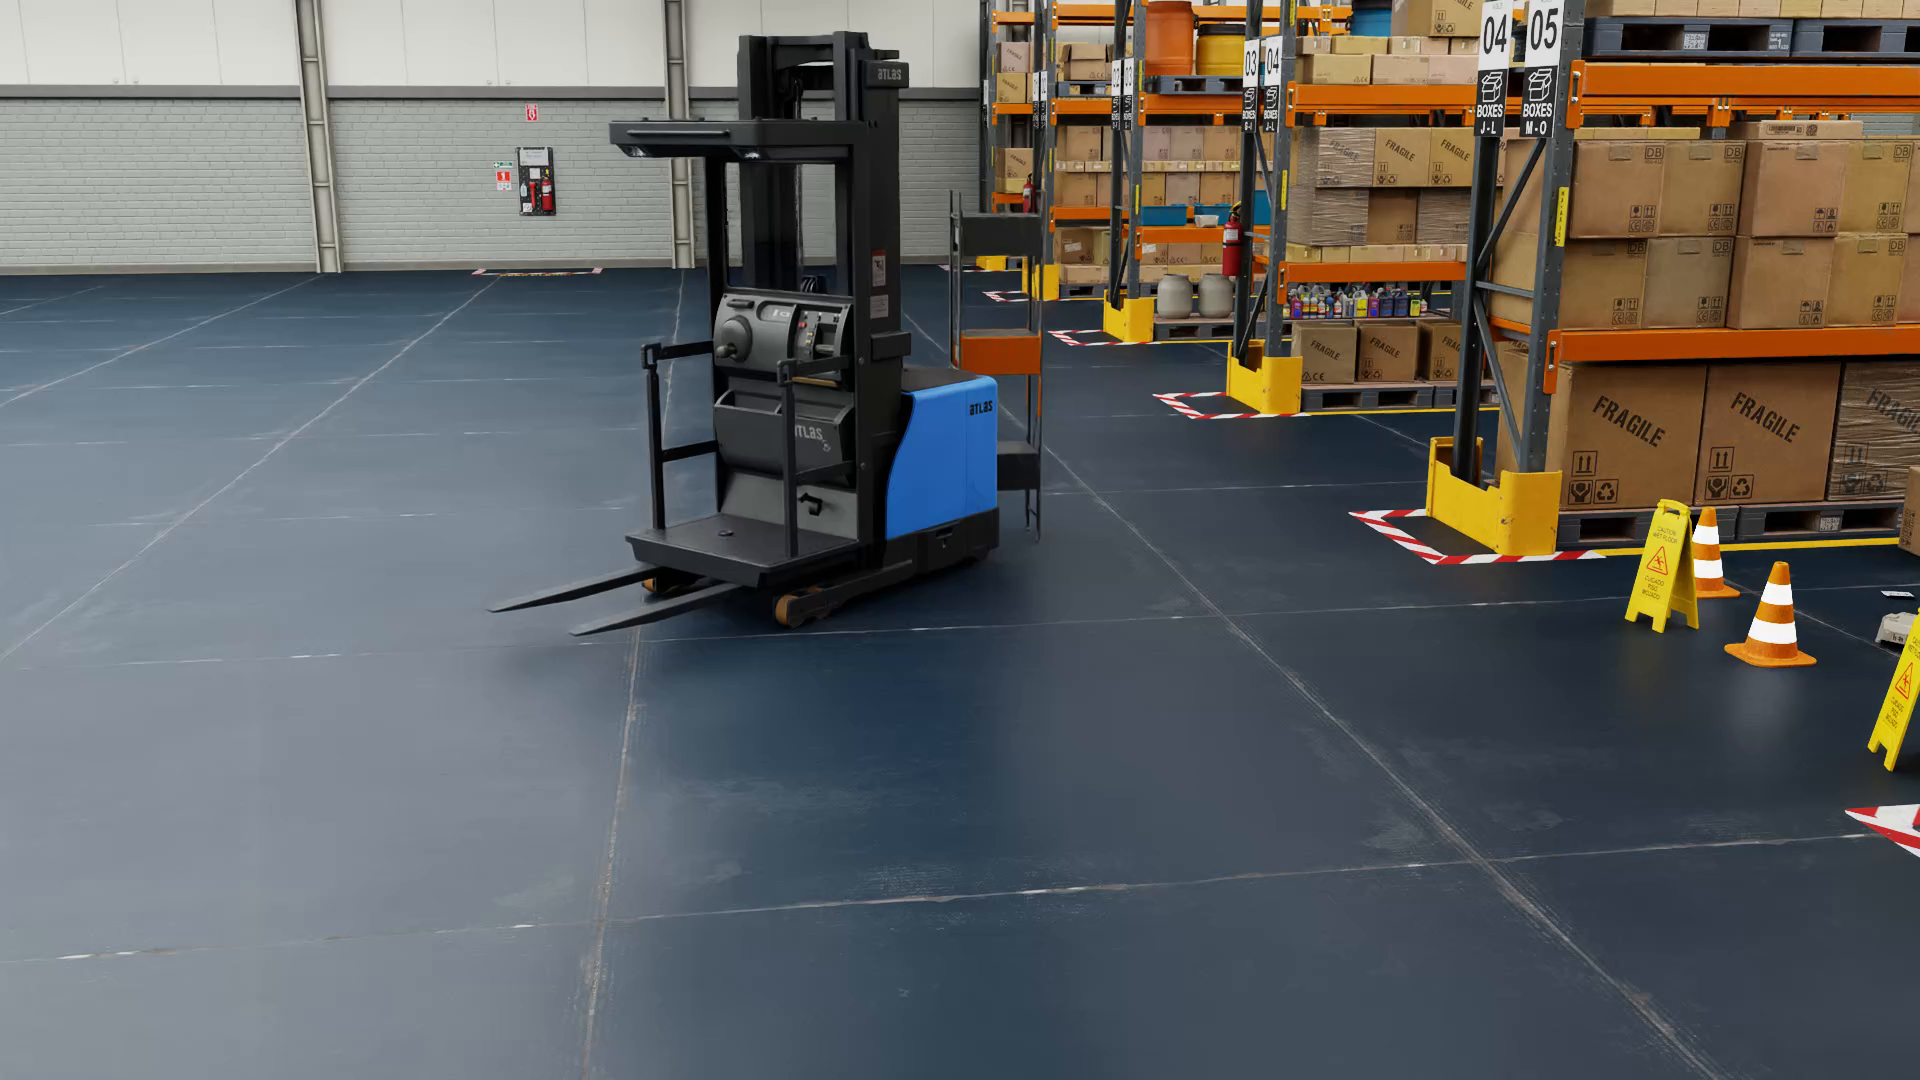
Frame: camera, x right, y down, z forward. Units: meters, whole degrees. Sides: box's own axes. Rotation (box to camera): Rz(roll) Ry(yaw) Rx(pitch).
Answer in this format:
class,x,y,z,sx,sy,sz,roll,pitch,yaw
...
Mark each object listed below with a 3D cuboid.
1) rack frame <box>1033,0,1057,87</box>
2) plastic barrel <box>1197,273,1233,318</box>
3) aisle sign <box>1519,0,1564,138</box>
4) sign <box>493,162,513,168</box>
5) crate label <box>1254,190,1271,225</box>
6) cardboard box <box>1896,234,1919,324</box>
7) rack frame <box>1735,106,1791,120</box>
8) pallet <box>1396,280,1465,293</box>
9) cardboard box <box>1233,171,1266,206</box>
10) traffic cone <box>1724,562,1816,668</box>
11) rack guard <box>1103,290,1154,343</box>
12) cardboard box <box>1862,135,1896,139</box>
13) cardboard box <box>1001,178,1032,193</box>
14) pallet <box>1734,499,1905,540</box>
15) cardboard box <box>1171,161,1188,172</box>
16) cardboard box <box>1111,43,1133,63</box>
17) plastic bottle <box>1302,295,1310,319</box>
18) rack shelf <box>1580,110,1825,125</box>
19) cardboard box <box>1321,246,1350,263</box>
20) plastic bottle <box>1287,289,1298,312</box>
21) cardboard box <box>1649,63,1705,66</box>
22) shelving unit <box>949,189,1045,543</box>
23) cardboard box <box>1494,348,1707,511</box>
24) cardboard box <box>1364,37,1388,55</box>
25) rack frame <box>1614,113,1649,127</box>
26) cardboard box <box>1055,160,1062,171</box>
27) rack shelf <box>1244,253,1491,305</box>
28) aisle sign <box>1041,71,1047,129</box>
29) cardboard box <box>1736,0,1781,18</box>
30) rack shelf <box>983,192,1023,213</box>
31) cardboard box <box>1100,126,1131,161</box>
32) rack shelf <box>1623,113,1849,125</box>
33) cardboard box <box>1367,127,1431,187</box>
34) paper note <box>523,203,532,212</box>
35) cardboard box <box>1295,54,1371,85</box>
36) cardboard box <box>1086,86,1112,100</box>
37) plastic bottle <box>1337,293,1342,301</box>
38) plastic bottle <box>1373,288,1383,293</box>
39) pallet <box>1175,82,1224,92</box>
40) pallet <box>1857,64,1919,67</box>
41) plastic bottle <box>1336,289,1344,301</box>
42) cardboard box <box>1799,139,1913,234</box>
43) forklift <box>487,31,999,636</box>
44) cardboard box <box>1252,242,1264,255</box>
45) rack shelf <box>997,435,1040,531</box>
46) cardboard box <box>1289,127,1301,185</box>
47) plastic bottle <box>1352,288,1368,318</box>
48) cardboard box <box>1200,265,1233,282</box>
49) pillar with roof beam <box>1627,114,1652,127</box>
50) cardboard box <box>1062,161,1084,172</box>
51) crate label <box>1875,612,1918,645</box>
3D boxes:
class,x,y,z,sx,sy,sz,roll,pitch,yaw
rack frame,1.212,-7.992,23.591,0.127,3.000,1.000,-2,14,-8
plastic barrel,3.082,-2.948,20.062,0.421,0.512,0.421,0,14,0
aisle sign,3.298,-2.689,9.433,0.004,0.787,0.394,-2,14,-8
sign,-7.905,-6.487,28.757,0.331,0.109,0.001,-2,14,-8
crate label,3.726,-4.040,20.091,0.616,0.435,0.502,-2,14,-8
cardboard box,5.824,-1.687,10.476,0.550,0.550,0.875,-2,14,-8
rack frame,9.857,-4.181,20.726,0.127,3.000,1.000,-2,14,-8
pallet,7.099,-3.956,25.562,1.213,0.211,1.003,-2,14,-8
cardboard box,4.209,-5.238,24.734,0.500,0.500,0.700,-2,14,-9
traffic cone,3.892,0.334,7.937,0.334,0.463,0.336,-2,14,-8
rack guard,2.015,-2.692,19.930,0.348,0.500,1.175,-2,14,-8
cardboard box,14.096,-6.019,25.795,0.500,0.500,0.500,-3,14,-10
cardboard box,1.000,-6.152,28.854,0.500,0.250,0.500,-3,14,-10
pallet,5.306,-0.241,10.750,1.213,0.211,1.003,-2,14,-8
cardboard box,3.153,-5.463,24.301,0.250,0.149,0.380,-2,14,-8
cardboard box,2.916,-8.290,28.641,0.500,0.500,0.500,-3,14,-10
plastic bottle,4.125,-2.784,19.861,0.097,0.271,0.097,0,14,0
rack shelf,11.101,-6.551,25.489,4.000,0.370,1.077,-2,14,-8
cardboard box,3.252,-2.535,14.680,0.250,0.149,0.380,-2,14,-8
plastic bottle,4.088,-2.963,20.563,0.135,0.276,0.152,-2,14,-10
cardboard box,6.228,-4.147,14.734,0.500,0.250,0.500,-2,14,-6
shelving unit,0.214,-1.040,10.051,0.503,2.100,0.431,-2,14,-8
cardboard box,3.984,-0.716,10.416,0.875,0.875,0.875,-2,14,-8
cardboard box,3.493,-4.254,14.341,0.250,0.149,0.380,-2,14,-9
rack frame,12.337,-6.709,30.806,0.127,3.000,1.000,-2,14,-8
cardboard box,1.562,-5.505,24.468,0.250,0.149,0.380,-2,14,-9
rack shelf,4.662,-2.423,15.196,4.000,0.370,1.077,-2,14,-8
aisle sign,1.193,-6.267,23.702,0.004,0.787,0.394,-2,14,-8
cardboard box,4.460,-3.051,9.502,0.250,0.149,0.380,-2,14,-8
rack shelf,2.448,-5.997,29.448,4.000,0.370,1.077,-2,14,-8
cardboard box,2.247,-5.796,24.295,0.500,0.500,0.700,-2,14,-10
rack shelf,14.314,-7.887,30.817,4.000,0.370,1.077,-2,14,-8
cardboard box,3.764,-3.348,14.533,0.500,0.500,0.500,-2,14,-8
paper note,-7.534,-5.792,28.963,0.142,0.148,0.016,-2,14,-8
cardboard box,3.199,-4.037,14.294,0.500,0.250,0.500,-2,14,-7
cardboard box,2.414,-7.794,28.721,0.500,0.500,0.500,-1,14,-5
plastic bottle,4.621,-2.841,20.063,0.133,0.283,0.061,-2,14,-8
plastic bottle,5.206,-3.004,20.727,0.135,0.276,0.152,-2,14,-6
pallet,3.124,-6.559,24.224,1.213,0.211,1.003,-2,14,-8
pallet,8.291,-4.243,15.195,1.003,0.211,1.213,-2,14,-8
plastic bottle,4.715,-2.975,20.623,0.097,0.271,0.097,0,14,0
cardboard box,5.305,-2.184,10.234,0.500,0.550,0.875,-2,14,-8
forklift,-1.075,-1.113,8.633,1.130,2.935,3.031,11,18,37
cardboard box,4.246,-4.376,24.754,0.500,0.500,0.500,-2,14,-8
rack shelf,0.214,-0.347,10.224,0.480,0.518,0.431,-2,14,-8
cardboard box,3.191,-3.457,14.966,0.500,0.500,0.500,-2,14,-8
plastic bottle,4.799,-2.853,19.972,0.185,0.351,0.144,-2,14,-9
cardboard box,3.754,-3.991,24.757,0.500,0.250,0.500,-2,14,-8
pillar with roof beam,13.541,-8.816,26.878,0.400,9.000,9.100,-2,14,-8
cardboard box,1.632,-5.408,24.080,0.250,0.149,0.380,-2,14,-9
crate label,4.660,0.449,8.150,0.298,0.136,0.250,-11,18,-37
